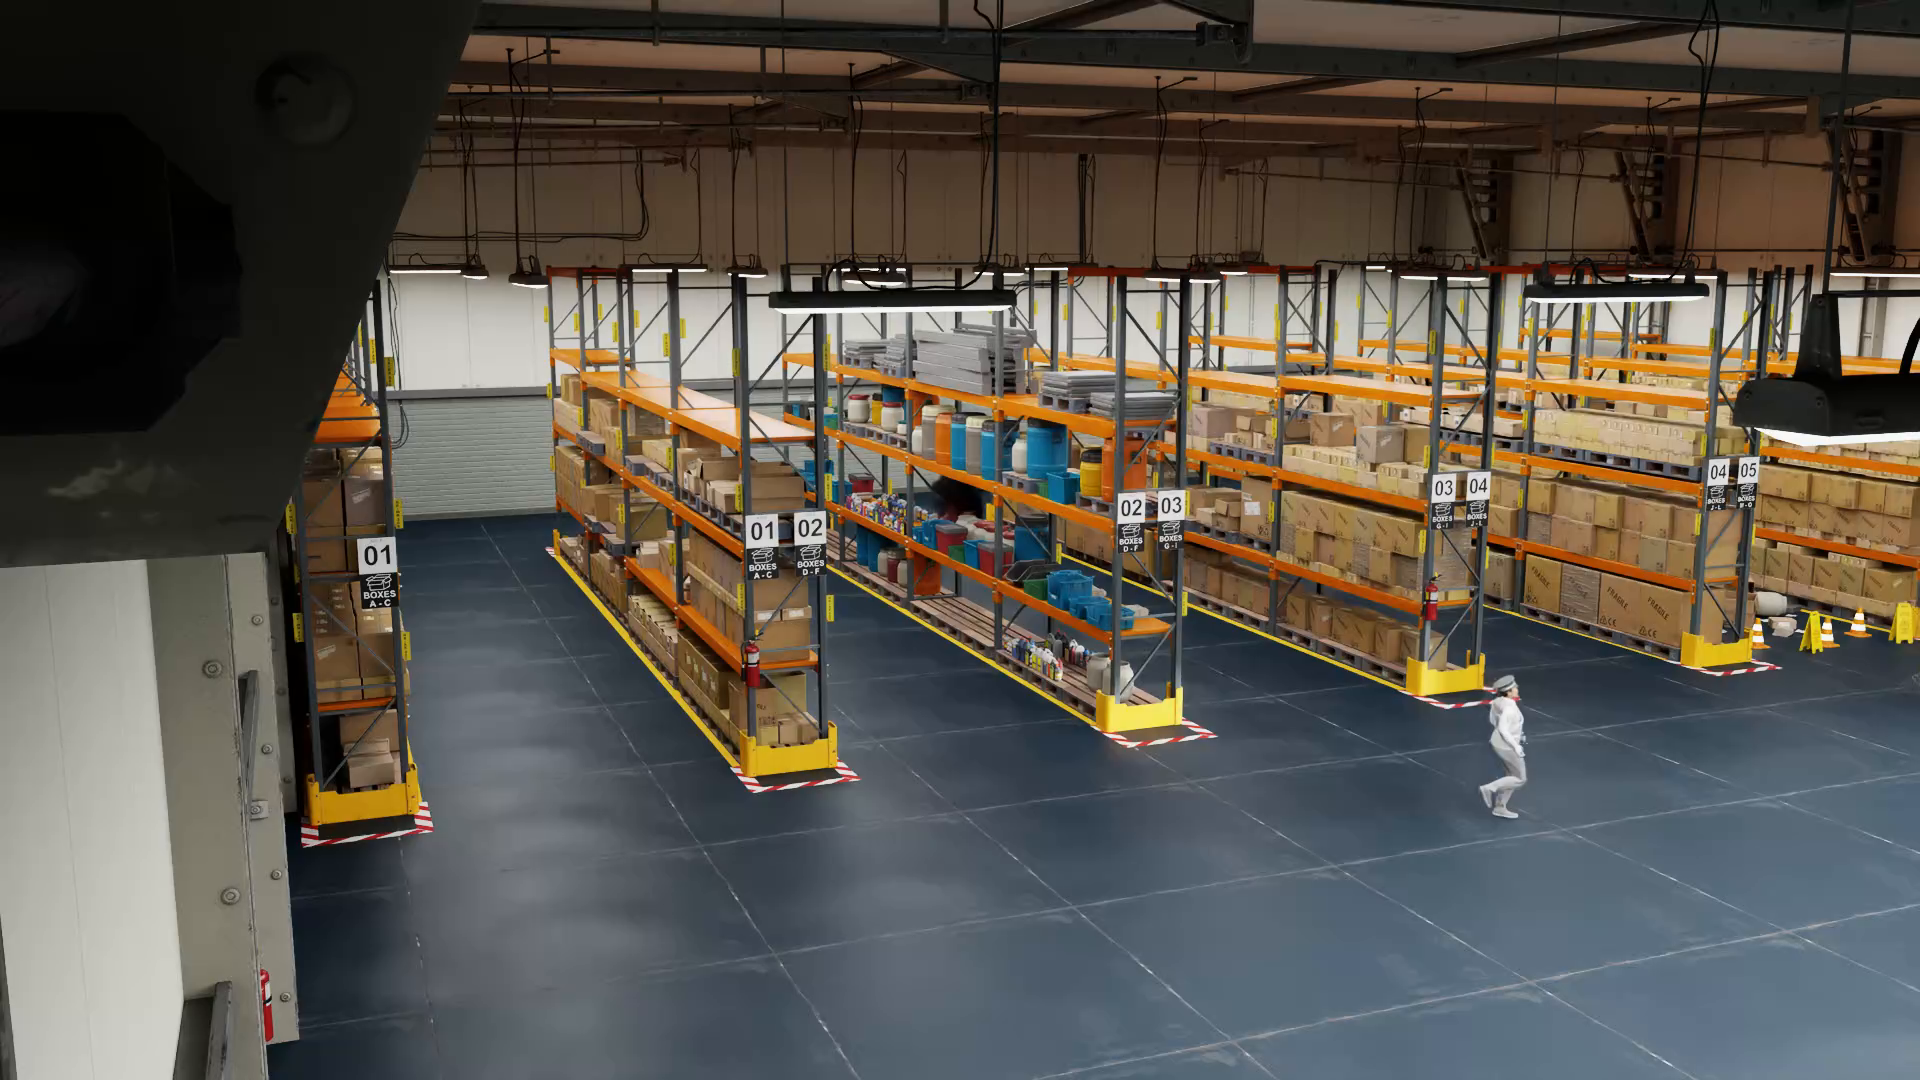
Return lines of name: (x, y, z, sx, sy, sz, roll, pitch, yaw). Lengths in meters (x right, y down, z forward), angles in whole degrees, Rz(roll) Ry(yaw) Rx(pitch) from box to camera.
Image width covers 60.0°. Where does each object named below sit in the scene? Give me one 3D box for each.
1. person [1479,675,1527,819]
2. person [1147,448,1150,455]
person: (6.105, 2.319, 18.657, 0.554, 1.660, 0.616, 0, 10, 1)
person: (4.449, -1.429, 40.235, 0.677, 1.630, 0.594, 6, 12, 31)
